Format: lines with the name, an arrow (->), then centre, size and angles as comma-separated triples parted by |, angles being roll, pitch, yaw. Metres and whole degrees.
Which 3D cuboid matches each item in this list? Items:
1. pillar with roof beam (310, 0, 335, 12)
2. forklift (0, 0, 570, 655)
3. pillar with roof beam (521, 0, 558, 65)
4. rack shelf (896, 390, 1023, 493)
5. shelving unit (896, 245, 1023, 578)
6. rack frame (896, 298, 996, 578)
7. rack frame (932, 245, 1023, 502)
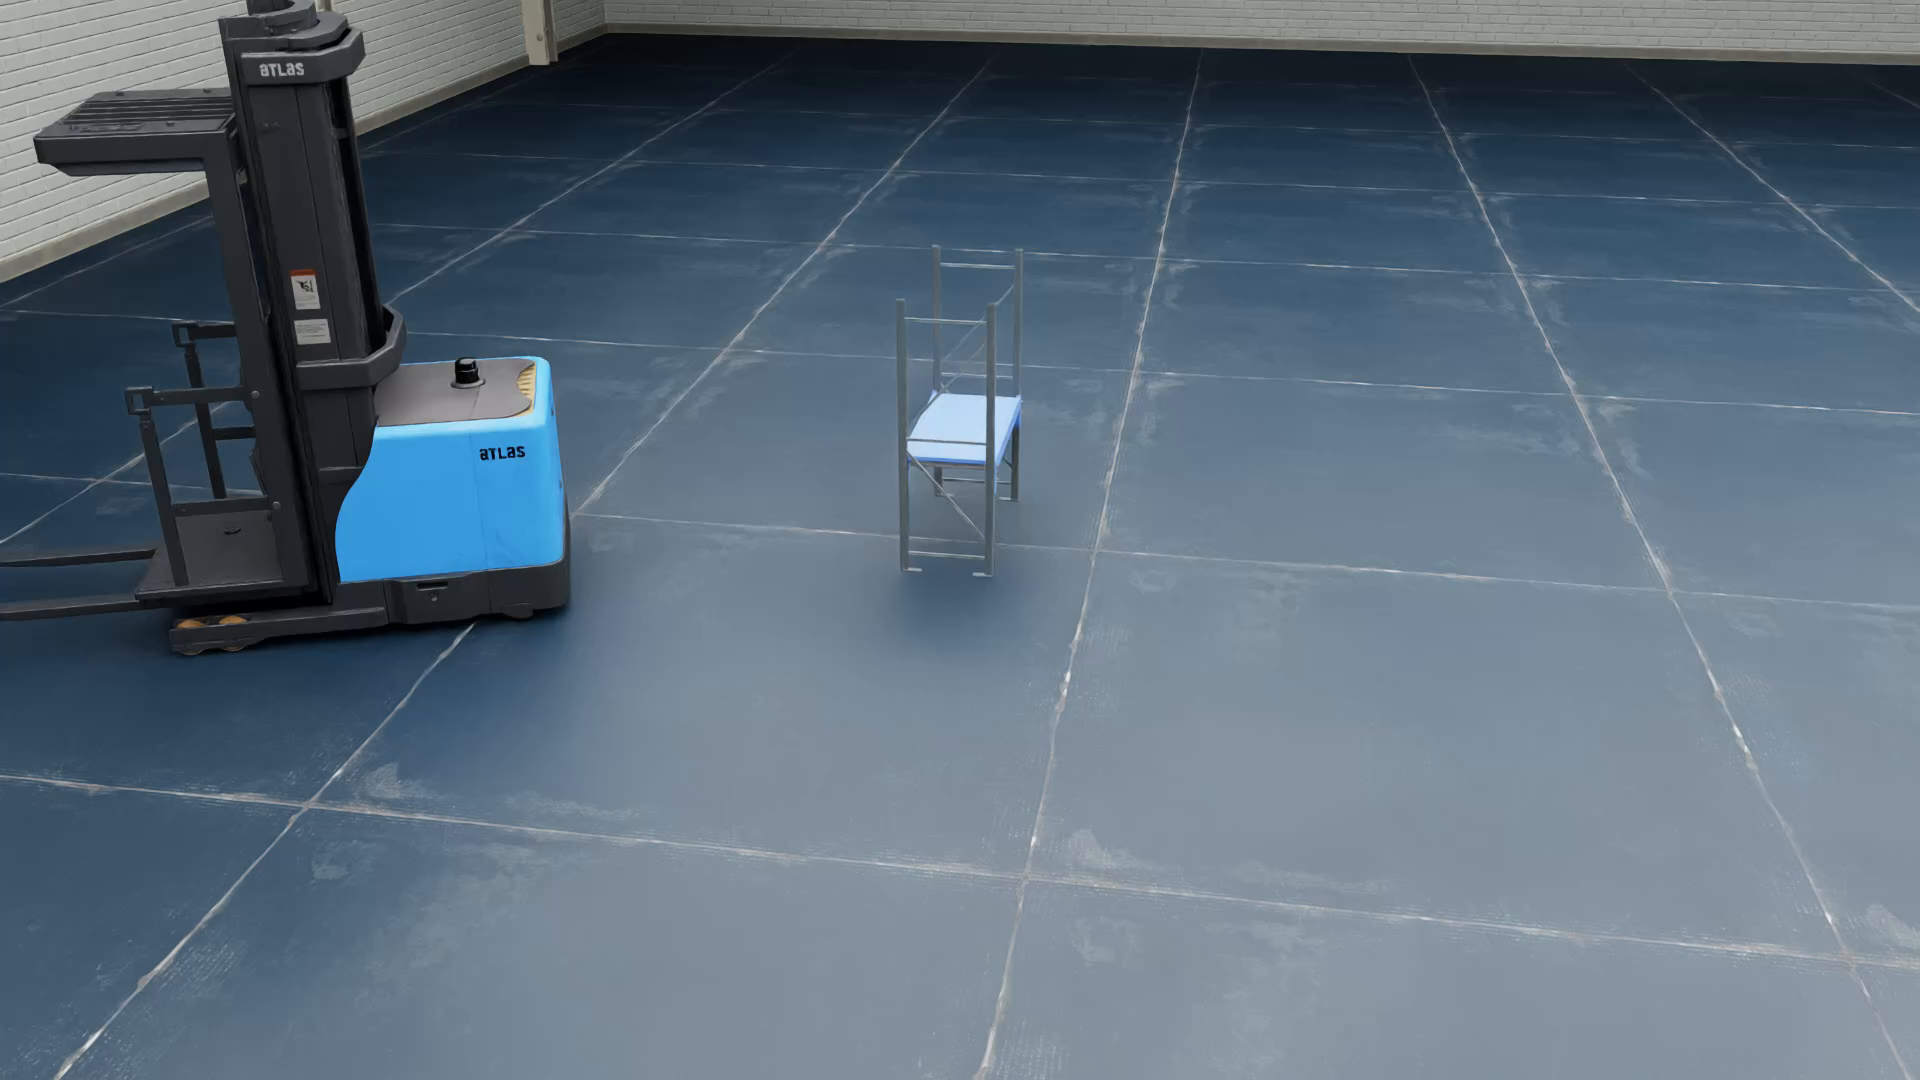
pillar with roof beam -> -2.728, -8.129, 16.003 | 9.100, 9.000, 0.400 | 4, 25, 9
forklift -> -3.554, -1.014, 7.959 | 3.031, 2.935, 1.130 | -5, 26, -11
pillar with roof beam -> -1.747, -10.639, 21.364 | 9.100, 9.000, 0.400 | 4, 25, 9
rack shelf -> 0.014, -0.552, 9.085 | 0.538, 0.185, 1.000 | 4, 25, 9
shelving unit -> 0.014, -0.715, 9.008 | 0.538, 1.500, 1.048 | 4, 25, 9
rack frame -> -0.069, -0.502, 8.554 | 0.500, 1.500, 0.032 | 4, 25, 9
rack frame -> 0.097, -0.928, 9.462 | 0.500, 1.500, 0.032 | 4, 25, 9
